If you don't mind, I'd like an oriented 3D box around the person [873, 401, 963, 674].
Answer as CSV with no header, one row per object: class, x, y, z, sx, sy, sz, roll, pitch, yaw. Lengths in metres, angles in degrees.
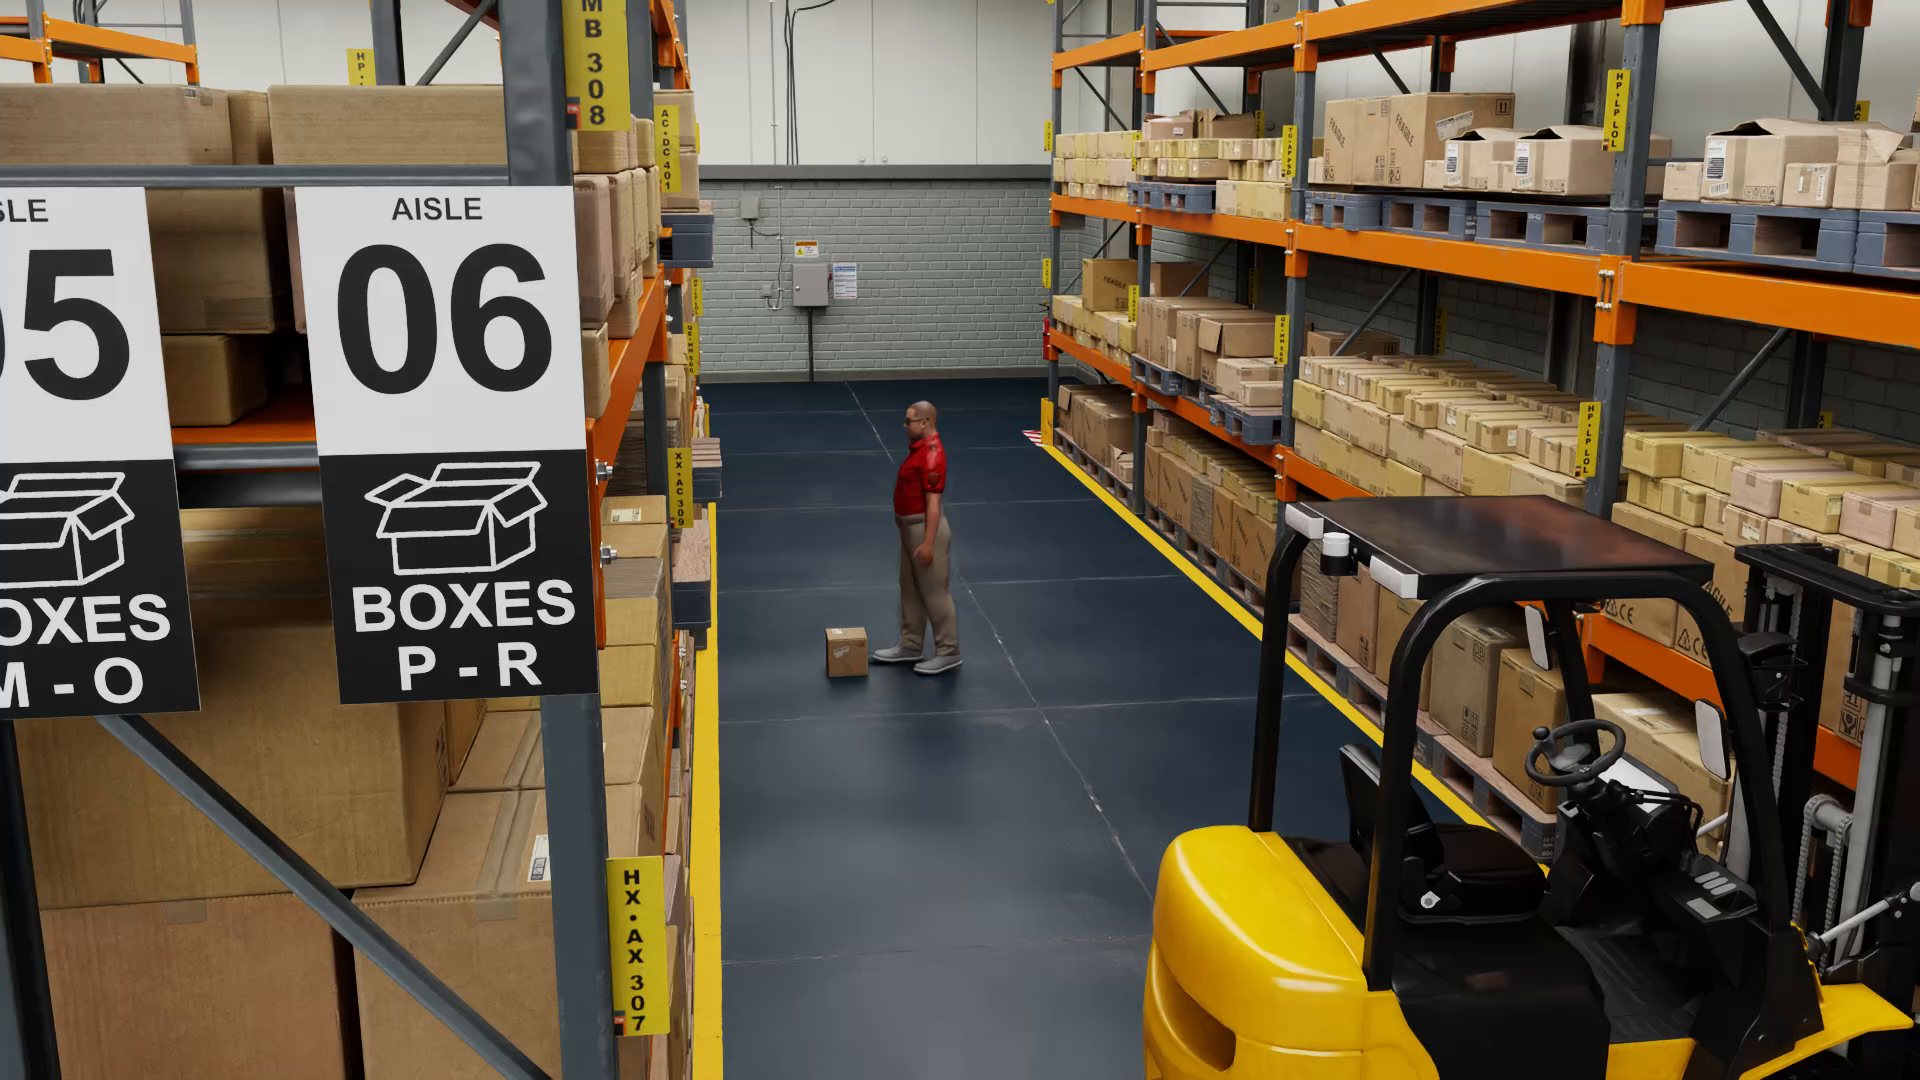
person,-0.278,-0.027,10.587,0.549,1.728,0.562,-2,13,-8
